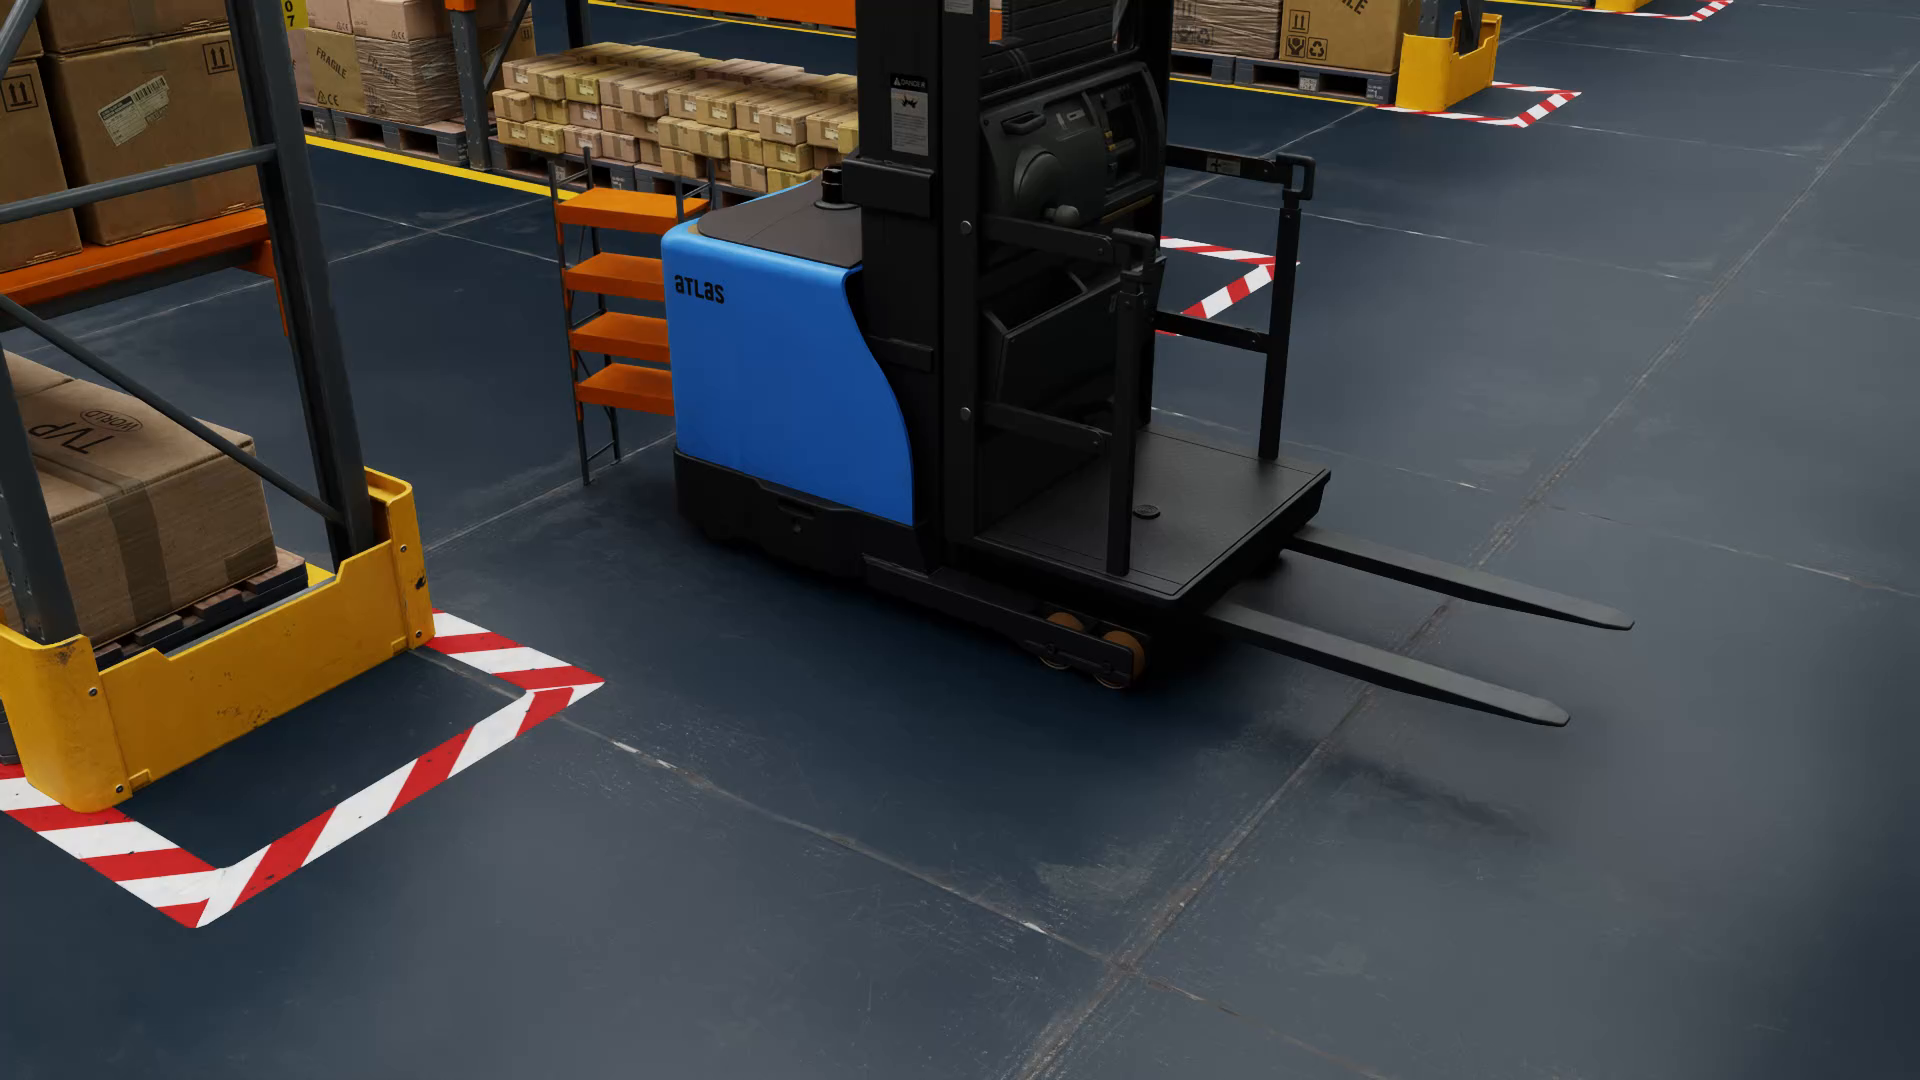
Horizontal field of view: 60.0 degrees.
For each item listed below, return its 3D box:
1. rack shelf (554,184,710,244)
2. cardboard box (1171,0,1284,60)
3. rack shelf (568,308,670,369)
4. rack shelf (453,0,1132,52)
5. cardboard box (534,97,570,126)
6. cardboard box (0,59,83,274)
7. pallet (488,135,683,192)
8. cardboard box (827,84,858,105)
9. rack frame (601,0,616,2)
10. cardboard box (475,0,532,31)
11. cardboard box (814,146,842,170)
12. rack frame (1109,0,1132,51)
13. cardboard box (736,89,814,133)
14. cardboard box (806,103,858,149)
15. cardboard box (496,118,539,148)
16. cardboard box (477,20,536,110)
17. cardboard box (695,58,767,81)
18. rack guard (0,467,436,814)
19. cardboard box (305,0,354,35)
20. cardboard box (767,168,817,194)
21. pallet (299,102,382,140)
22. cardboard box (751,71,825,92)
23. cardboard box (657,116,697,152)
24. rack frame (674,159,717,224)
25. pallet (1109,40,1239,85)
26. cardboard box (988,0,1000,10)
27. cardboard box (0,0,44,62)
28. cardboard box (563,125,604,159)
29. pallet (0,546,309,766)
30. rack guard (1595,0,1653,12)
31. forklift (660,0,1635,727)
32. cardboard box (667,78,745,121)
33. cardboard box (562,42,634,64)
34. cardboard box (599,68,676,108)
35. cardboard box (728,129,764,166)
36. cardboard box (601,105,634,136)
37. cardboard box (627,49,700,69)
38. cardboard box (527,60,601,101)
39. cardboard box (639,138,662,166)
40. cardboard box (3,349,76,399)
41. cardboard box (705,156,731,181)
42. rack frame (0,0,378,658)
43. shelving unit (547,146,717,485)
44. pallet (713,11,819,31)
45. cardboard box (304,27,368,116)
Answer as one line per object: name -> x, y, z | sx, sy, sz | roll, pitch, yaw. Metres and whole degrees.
rack shelf -> -1.115, -1.100, 5.722 | 0.480, 0.148, 0.258 | 10, 29, 19
cardboard box -> 2.190, -4.192, 12.560 | 0.875, 0.875, 0.875 | 17, 32, 30
rack shelf -> -1.115, -0.690, 5.930 | 0.480, 0.148, 0.258 | 10, 29, 19
rack shelf -> -1.027, -2.948, 9.030 | 4.000, 0.370, 1.077 | 17, 32, 30
cardboard box -> -2.298, -2.588, 9.880 | 0.250, 0.149, 0.380 | 18, 32, 31
cardboard box -> -2.645, -0.948, 4.196 | 0.500, 0.500, 0.500 | 18, 32, 31
pallet -> -2.102, -2.381, 10.195 | 1.213, 0.211, 1.003 | 17, 32, 30
cardboard box -> -0.523, -2.445, 9.271 | 0.250, 0.149, 0.380 | 19, 32, 32
rack frame -> -3.081, -6.638, 15.487 | 0.127, 3.000, 1.000 | 17, 32, 30
cardboard box -> -3.135, -3.478, 10.744 | 0.500, 0.250, 0.500 | 16, 31, 28
cardboard box -> -0.567, -2.074, 8.870 | 0.250, 0.149, 0.380 | 17, 31, 30
rack frame -> 0.622, -2.755, 7.857 | 0.127, 3.000, 1.000 | 17, 32, 30
cardboard box -> -1.003, -2.331, 9.047 | 0.250, 0.149, 0.380 | 16, 31, 29
cardboard box -> -0.596, -2.174, 8.738 | 0.250, 0.149, 0.380 | 16, 31, 28
cardboard box -> -2.557, -2.486, 10.007 | 0.250, 0.149, 0.380 | 16, 31, 28
cardboard box -> -3.134, -3.145, 10.915 | 0.500, 0.500, 0.500 | 19, 32, 32
cardboard box -> -1.347, -2.727, 9.826 | 0.250, 0.149, 0.380 | 16, 31, 28
rack guard -> -2.078, 0.241, 4.725 | 0.348, 0.500, 1.175 | 17, 32, 30
cardboard box -> -3.848, -3.424, 10.636 | 0.500, 0.250, 0.500 | 19, 33, 33
cardboard box -> -0.825, -1.958, 8.971 | 0.250, 0.149, 0.380 | 16, 31, 28
pallet -> -4.328, -3.052, 11.515 | 1.213, 0.211, 1.003 | 17, 32, 30
cardboard box -> -0.975, -2.558, 9.494 | 0.250, 0.149, 0.380 | 17, 32, 30
cardboard box -> -1.471, -2.300, 9.315 | 0.250, 0.149, 0.380 | 17, 32, 30
rack frame -> -0.888, -0.710, 5.822 | 0.015, 1.200, 0.240 | 10, 29, 19
pallet -> 1.809, -3.831, 13.045 | 1.213, 0.211, 1.003 | 17, 32, 30
cardboard box -> 0.193, -2.622, 7.871 | 0.250, 0.149, 0.380 | 17, 32, 30
cardboard box -> -2.630, -1.404, 3.989 | 0.500, 0.500, 0.500 | 18, 32, 32
cardboard box -> -2.103, -2.373, 9.786 | 0.250, 0.149, 0.380 | 17, 32, 30
pallet -> -2.801, 0.188, 5.148 | 1.213, 0.211, 1.003 | 17, 32, 30
rack guard -> 6.345, -5.320, 15.653 | 0.348, 0.500, 1.175 | 17, 32, 30
forklift -> 0.517, -1.143, 4.764 | 3.031, 2.935, 1.130 | 18, 32, 31
cardboard box -> -1.416, -2.466, 9.312 | 0.250, 0.149, 0.380 | 16, 31, 28
cardboard box -> -2.235, -2.970, 10.304 | 0.250, 0.149, 0.380 | 18, 32, 32
cardboard box -> -1.851, -2.601, 9.577 | 0.250, 0.149, 0.380 | 16, 31, 29
cardboard box -> -1.039, -2.167, 9.053 | 0.250, 0.149, 0.380 | 19, 33, 33
cardboard box -> -1.856, -2.468, 9.645 | 0.250, 0.149, 0.380 | 16, 31, 28
cardboard box -> -1.792, -2.858, 10.083 | 0.250, 0.149, 0.380 | 17, 32, 30
cardboard box -> -2.315, -2.706, 9.783 | 0.250, 0.149, 0.380 | 19, 33, 33
cardboard box -> -1.624, -2.270, 9.584 | 0.250, 0.149, 0.380 | 16, 31, 28
cardboard box -> -3.457, -0.288, 5.371 | 0.875, 0.438, 0.875 | 18, 32, 32
cardboard box -> -1.205, -2.129, 9.306 | 0.250, 0.149, 0.380 | 18, 32, 32
rack frame -> -2.097, -0.879, 4.170 | 0.127, 3.000, 1.000 | 17, 32, 30
shelving unit -> -1.115, -0.749, 5.900 | 0.503, 1.200, 0.258 | 10, 29, 19
pallet -> -1.472, -4.851, 15.050 | 1.213, 0.211, 1.003 | 17, 32, 30
cardboard box -> -3.851, -3.083, 10.795 | 0.500, 0.500, 0.500 | 16, 31, 29
